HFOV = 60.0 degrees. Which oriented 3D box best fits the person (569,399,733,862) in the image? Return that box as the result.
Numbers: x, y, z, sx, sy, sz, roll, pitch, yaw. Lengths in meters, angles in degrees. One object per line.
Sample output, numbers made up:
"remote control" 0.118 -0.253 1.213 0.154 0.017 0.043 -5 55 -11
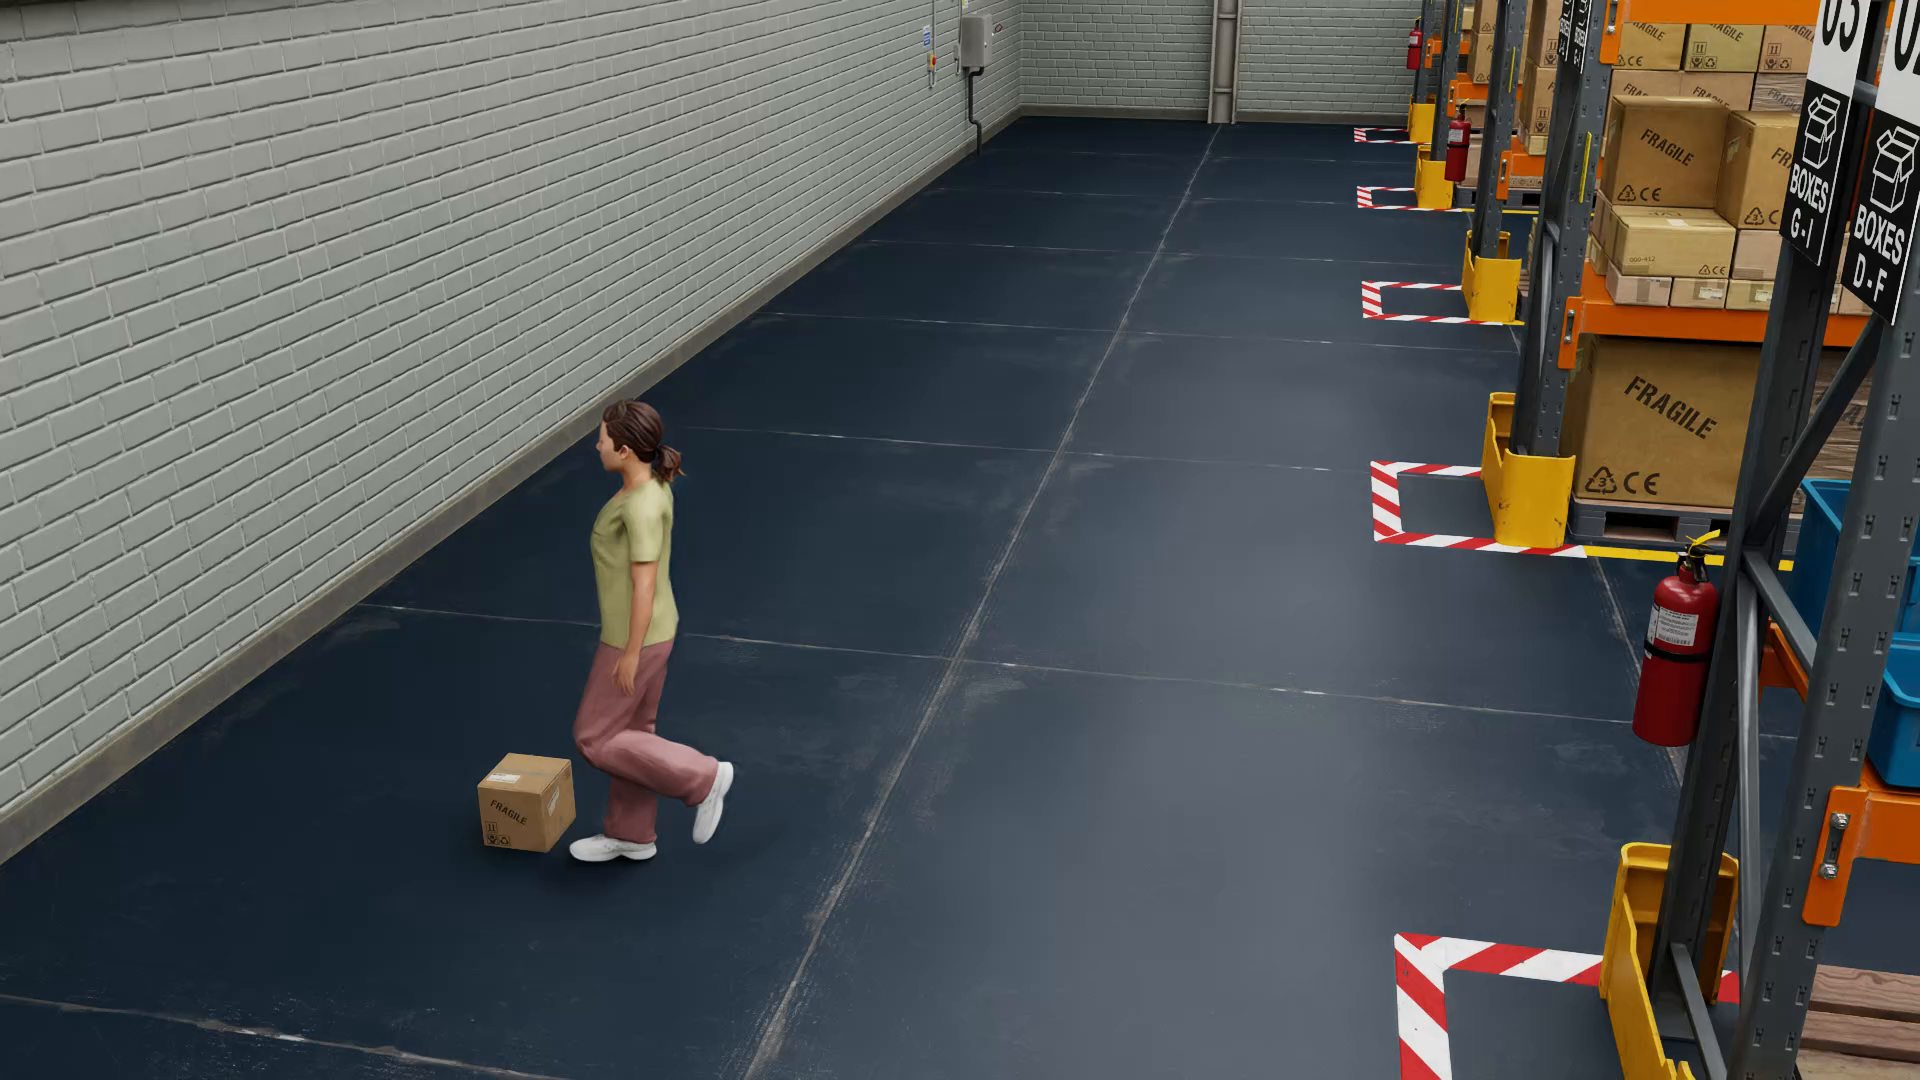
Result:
"person" -1.104 0.337 5.724 0.599 1.666 0.508 -2 22 -6
